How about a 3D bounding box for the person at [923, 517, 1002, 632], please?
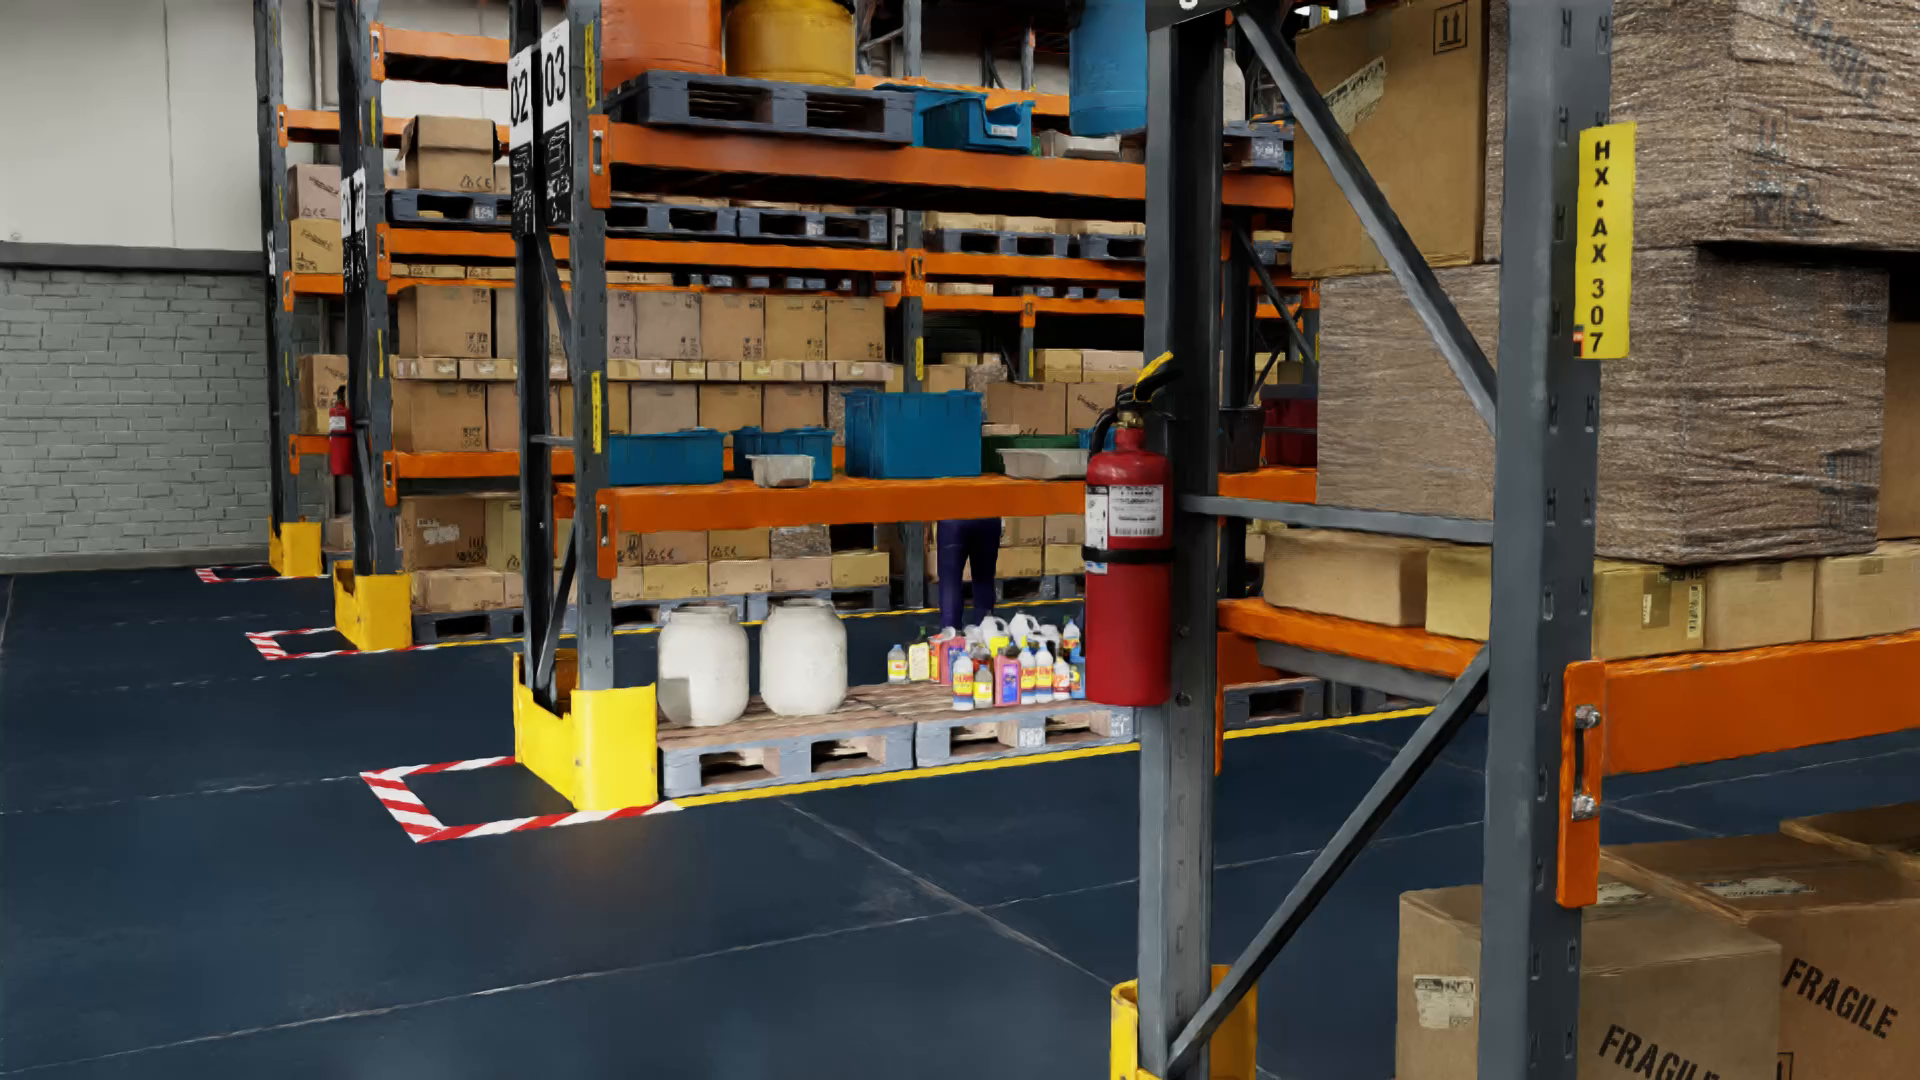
[{"bbox_3d":[0.016,-0.075,10.748,0.559,1.658,0.485,-2,5,-20],"label":"person"}]
